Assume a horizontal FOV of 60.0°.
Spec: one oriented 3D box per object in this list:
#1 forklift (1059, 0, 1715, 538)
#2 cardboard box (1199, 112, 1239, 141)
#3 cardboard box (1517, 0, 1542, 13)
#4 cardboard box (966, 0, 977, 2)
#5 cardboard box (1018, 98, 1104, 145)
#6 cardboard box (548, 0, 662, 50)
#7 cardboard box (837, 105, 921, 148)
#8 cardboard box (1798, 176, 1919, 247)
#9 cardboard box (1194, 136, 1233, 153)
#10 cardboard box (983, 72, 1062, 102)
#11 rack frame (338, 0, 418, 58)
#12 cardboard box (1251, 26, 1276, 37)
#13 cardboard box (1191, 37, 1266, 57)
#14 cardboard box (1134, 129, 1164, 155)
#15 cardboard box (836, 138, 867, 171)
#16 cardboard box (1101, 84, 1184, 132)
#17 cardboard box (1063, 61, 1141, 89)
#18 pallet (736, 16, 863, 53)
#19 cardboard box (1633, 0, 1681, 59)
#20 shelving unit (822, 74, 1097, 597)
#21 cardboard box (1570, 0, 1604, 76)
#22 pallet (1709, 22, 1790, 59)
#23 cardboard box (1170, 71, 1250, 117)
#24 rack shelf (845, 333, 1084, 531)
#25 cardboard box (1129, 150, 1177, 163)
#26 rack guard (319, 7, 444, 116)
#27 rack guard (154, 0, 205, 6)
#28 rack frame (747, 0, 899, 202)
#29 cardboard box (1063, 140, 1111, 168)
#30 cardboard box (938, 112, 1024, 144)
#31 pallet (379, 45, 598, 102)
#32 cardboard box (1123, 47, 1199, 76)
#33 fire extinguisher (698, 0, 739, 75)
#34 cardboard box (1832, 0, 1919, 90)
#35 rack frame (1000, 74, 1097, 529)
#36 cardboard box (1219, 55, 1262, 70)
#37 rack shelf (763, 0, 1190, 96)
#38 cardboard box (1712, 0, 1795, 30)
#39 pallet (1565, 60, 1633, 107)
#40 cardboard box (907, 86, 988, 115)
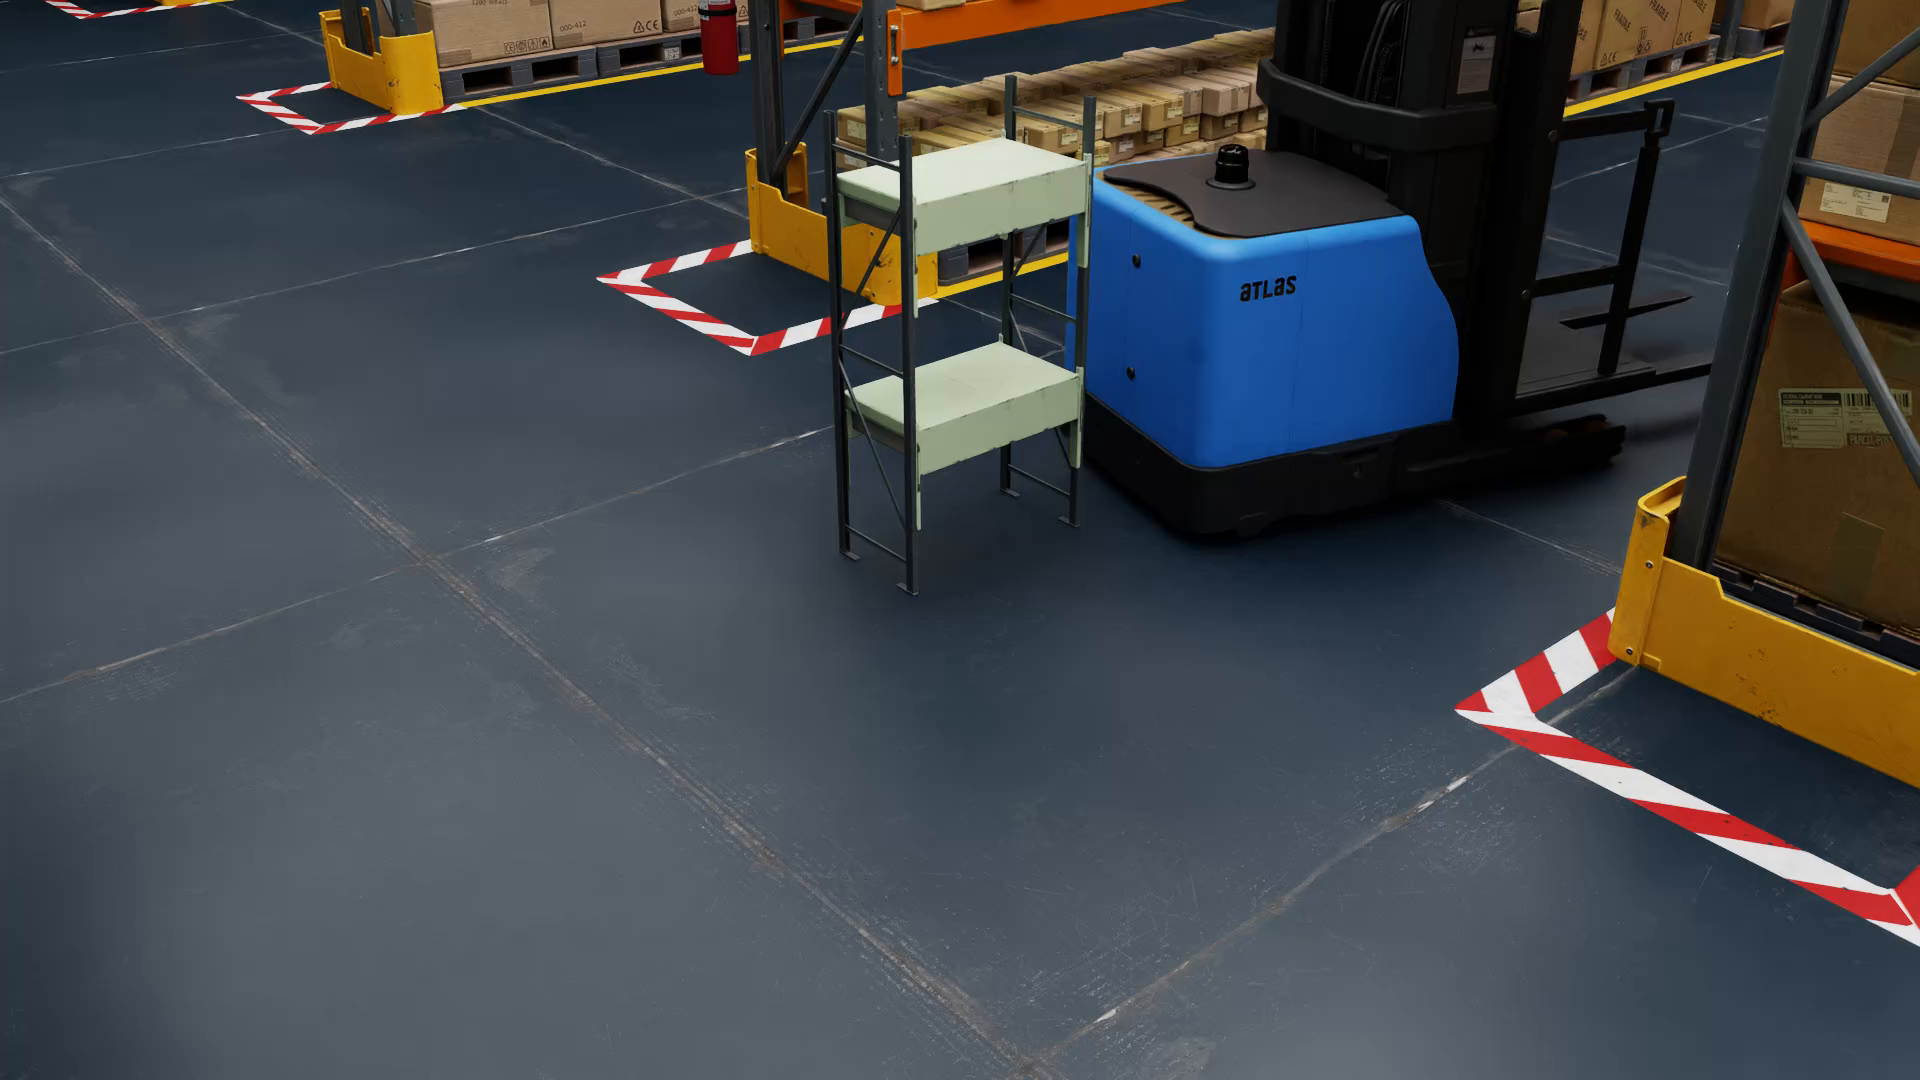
[{"bbox_3d":[1.942,-1.752,5.919,3.031,2.935,1.130,-12,30,-21],"label":"forklift"},{"bbox_3d":[1.319,-2.341,9.211,0.250,0.149,0.380,-24,36,-37],"label":"cardboard box"},{"bbox_3d":[3.532,-3.578,10.673,0.500,0.250,0.500,-21,34,-34],"label":"cardboard box"},{"bbox_3d":[-0.022,-2.609,7.716,0.250,0.149,0.380,-20,34,-33],"label":"cardboard box"},{"bbox_3d":[0.512,-2.138,8.517,0.250,0.149,0.380,-24,36,-37],"label":"cardboard box"},{"bbox_3d":[-2.810,-3.965,12.260,0.875,0.438,0.875,-21,34,-34],"label":"cardboard box"},{"bbox_3d":[-0.410,-2.088,8.423,0.250,0.149,0.380,-21,35,-34],"label":"cardboard box"},{"bbox_3d":[2.551,-0.952,4.616,0.250,0.149,0.380,-21,35,-34],"label":"cardboard box"},{"bbox_3d":[1.288,-2.182,9.230,0.250,0.149,0.380,-21,35,-34],"label":"cardboard box"},{"bbox_3d":[0.339,-2.428,9.059,0.250,0.149,0.380,-20,34,-33],"label":"cardboard box"},{"bbox_3d":[-3.938,-4.389,10.781,0.127,3.000,1.000,-22,35,-35],"label":"rack frame"},{"bbox_3d":[1.998,-3.028,10.182,0.250,0.149,0.380,-20,34,-33],"label":"cardboard box"},{"bbox_3d":[1.590,-2.870,9.886,0.250,0.149,0.380,-22,35,-36],"label":"cardboard box"},{"bbox_3d":[0.876,-2.195,8.939,0.250,0.149,0.380,-20,34,-32],"label":"cardboard box"},{"bbox_3d":[-0.432,-1.968,8.514,0.250,0.149,0.380,-23,36,-36],"label":"cardboard box"},{"bbox_3d":[0.959,-2.284,8.789,0.250,0.149,0.380,-21,35,-34],"label":"cardboard box"},{"bbox_3d":[0.793,-2.559,9.304,0.250,0.149,0.380,-22,35,-35],"label":"cardboard box"},{"bbox_3d":[-1.524,-4.179,13.345,1.213,0.211,1.003,-22,35,-35],"label":"pallet"},{"bbox_3d":[4.709,-3.723,11.740,0.500,0.500,0.500,-20,34,-33],"label":"cardboard box"},{"bbox_3d":[0.005,-0.664,5.400,0.755,1.500,0.431,-22,35,-35],"label":"shelving unit"},{"bbox_3d":[3.920,-3.410,11.155,0.500,0.500,0.500,-21,35,-34],"label":"cardboard box"},{"bbox_3d":[6.086,-4.077,13.155,1.213,0.211,1.003,-22,35,-35],"label":"pallet"},{"bbox_3d":[1.348,-2.432,9.066,0.250,0.149,0.380,-23,36,-37],"label":"cardboard box"},{"bbox_3d":[0.005,-0.376,5.554,0.720,0.370,0.431,-22,35,-35],"label":"rack shelf"},{"bbox_3d":[0.932,-2.003,8.894,0.250,0.149,0.380,-24,36,-37],"label":"cardboard box"},{"bbox_3d":[-3.956,-3.280,11.356,0.348,0.500,1.175,-22,35,-35],"label":"rack guard"},{"bbox_3d":[-7.105,-5.089,14.742,0.348,0.500,1.175,-22,35,-35],"label":"rack guard"},{"bbox_3d":[-0.648,-2.645,7.517,0.127,3.000,1.000,-22,35,-35],"label":"rack frame"},{"bbox_3d":[0.556,-1.982,8.540,0.250,0.149,0.380,-21,34,-33],"label":"cardboard box"},{"bbox_3d":[0.103,-2.002,8.261,0.250,0.149,0.380,-21,35,-34],"label":"cardboard box"},{"bbox_3d":[-3.380,-3.432,11.948,1.213,0.211,1.003,-22,35,-35],"label":"pallet"},{"bbox_3d":[1.160,-2.734,9.631,0.250,0.149,0.380,-21,35,-34],"label":"cardboard box"},{"bbox_3d":[-1.139,-2.535,7.789,0.183,0.674,0.296,-22,35,-35],"label":"fire extinguisher"},{"bbox_3d":[2.694,-1.475,4.375,0.500,0.500,0.500,-21,35,-34],"label":"cardboard box"},{"bbox_3d":[0.284,-0.775,5.610,0.023,1.500,0.400,-22,35,-35],"label":"rack frame"},{"bbox_3d":[1.692,-2.635,9.445,0.250,0.149,0.380,-21,34,-33],"label":"cardboard box"},{"bbox_3d":[0.873,-2.940,8.832,4.000,0.370,1.077,-22,35,-35],"label":"rack shelf"},{"bbox_3d":[5.959,-4.440,12.816,0.750,0.750,1.050,-22,35,-36],"label":"cardboard box"},{"bbox_3d":[3.915,-3.253,11.613,1.213,0.211,1.003,-22,35,-35],"label":"pallet"},{"bbox_3d":[-0.067,-2.269,8.762,0.250,0.149,0.380,-23,36,-36],"label":"cardboard box"}]
